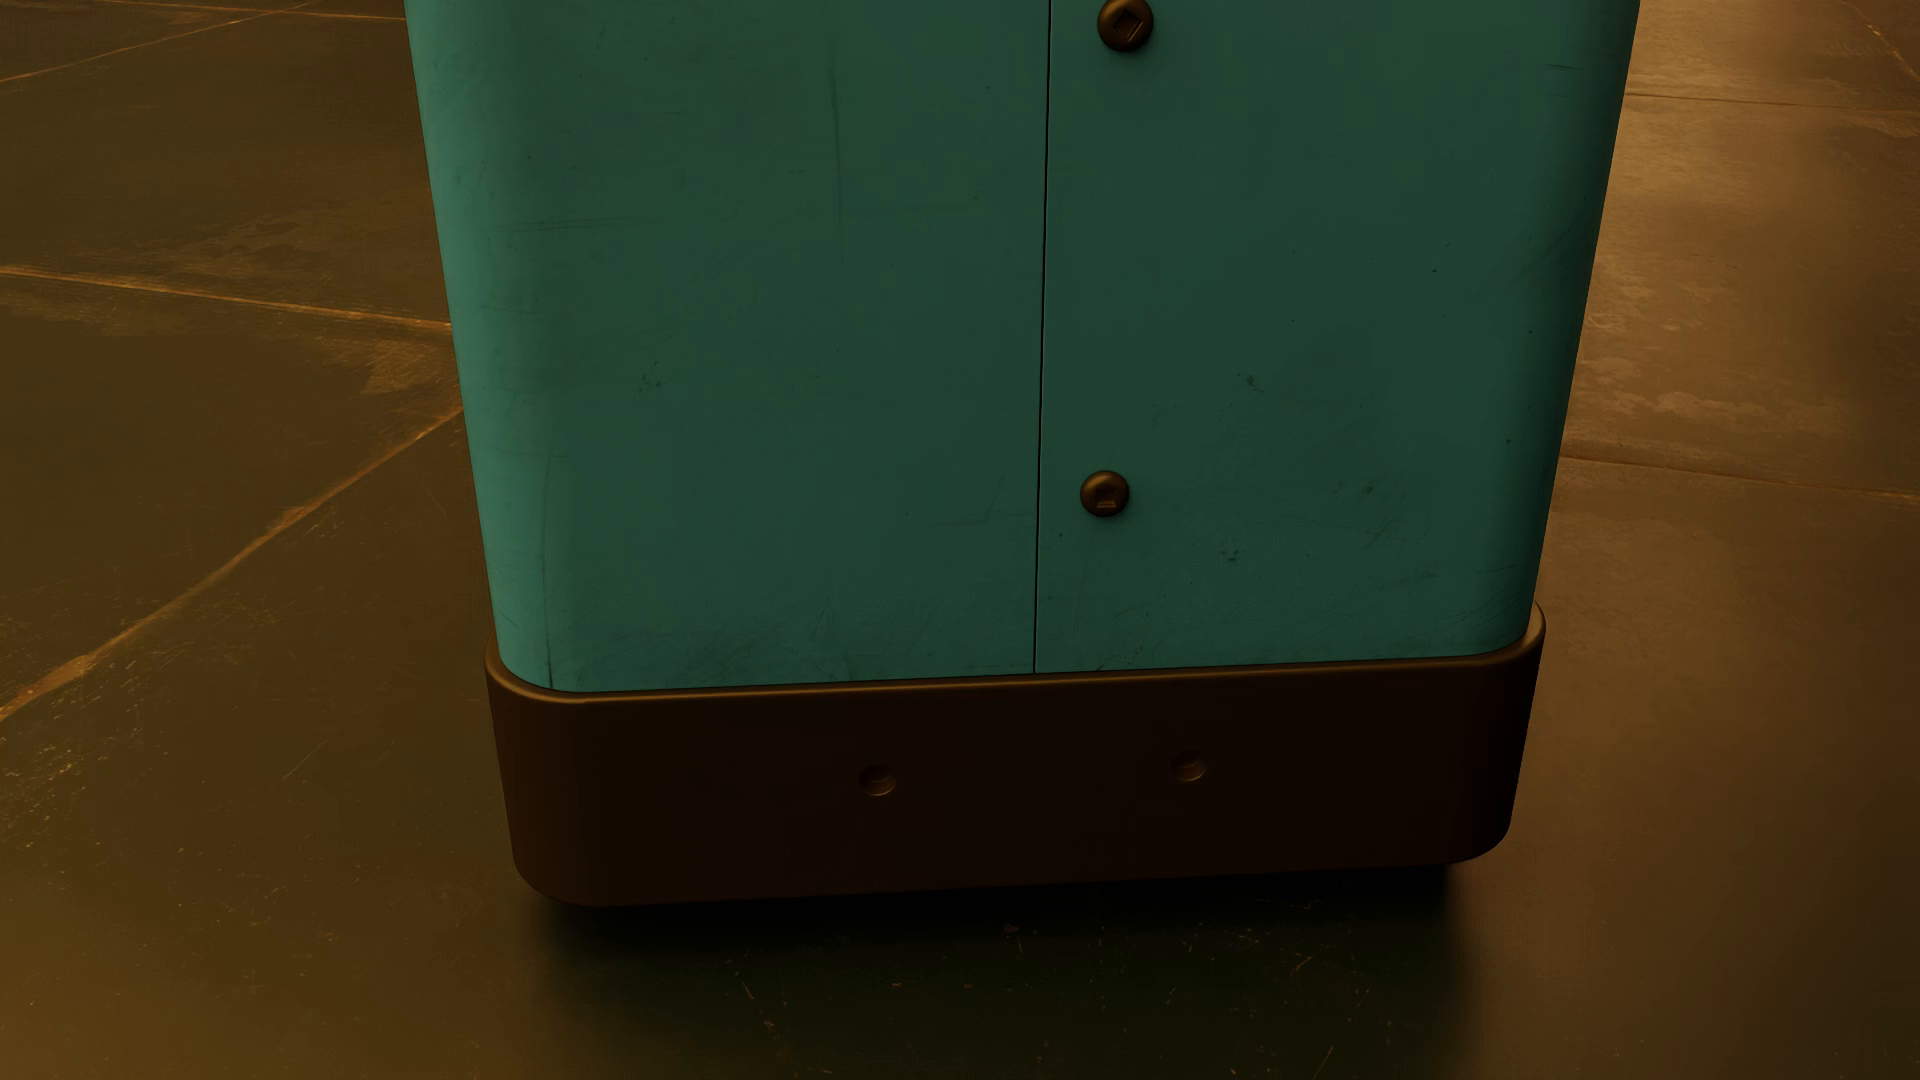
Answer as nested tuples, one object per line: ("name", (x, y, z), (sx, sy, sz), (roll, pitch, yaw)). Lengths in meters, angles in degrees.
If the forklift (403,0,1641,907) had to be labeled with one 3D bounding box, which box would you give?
("forklift", (-0.048, -1.581, 2.374), (1.130, 2.935, 3.031), (-2, 27, -4))
